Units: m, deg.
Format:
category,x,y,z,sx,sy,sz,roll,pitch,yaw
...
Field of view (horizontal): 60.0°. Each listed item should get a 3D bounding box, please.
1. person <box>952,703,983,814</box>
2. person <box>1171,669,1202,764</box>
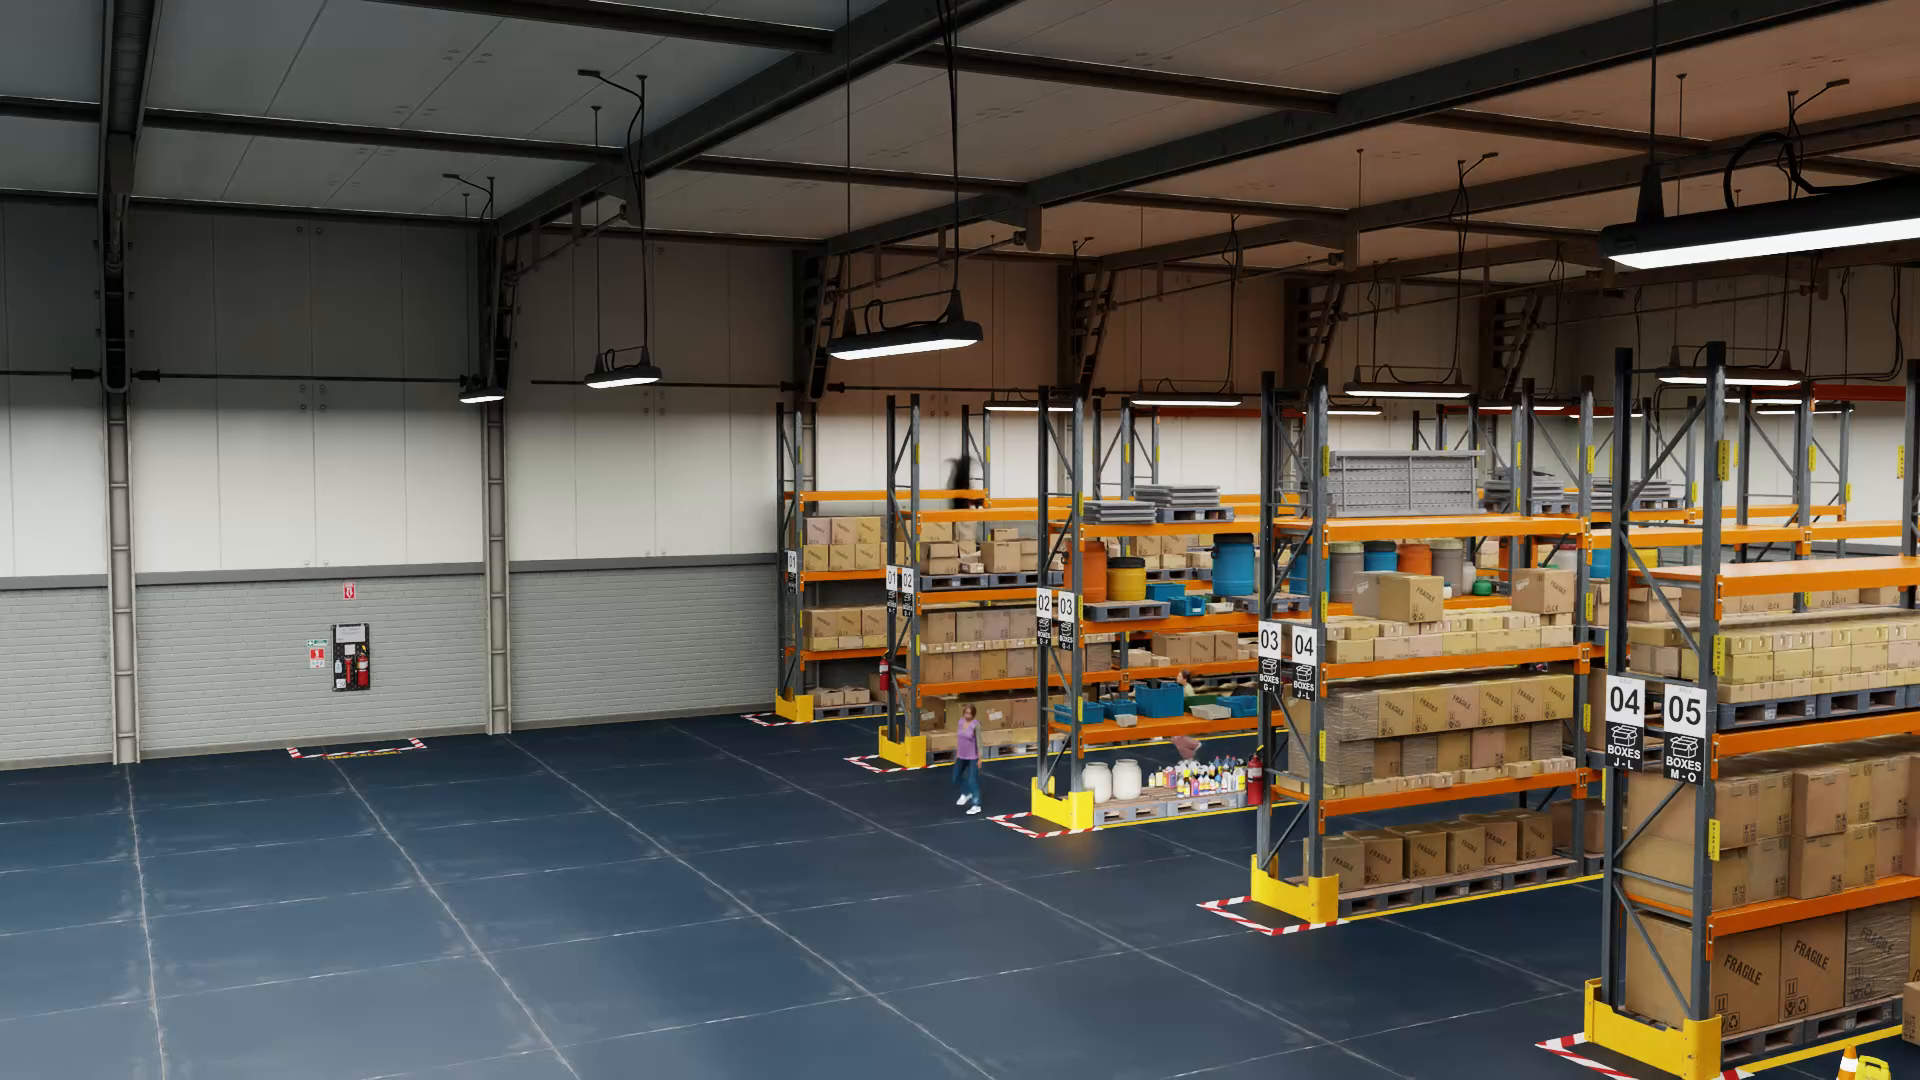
category,x,y,z,sx,sy,sz,roll,pitch,yaw
person,0.133,3.058,23.410,0.542,1.570,0.500,2,4,32
person,3.706,2.872,26.979,0.541,1.583,0.670,-1,3,-17
